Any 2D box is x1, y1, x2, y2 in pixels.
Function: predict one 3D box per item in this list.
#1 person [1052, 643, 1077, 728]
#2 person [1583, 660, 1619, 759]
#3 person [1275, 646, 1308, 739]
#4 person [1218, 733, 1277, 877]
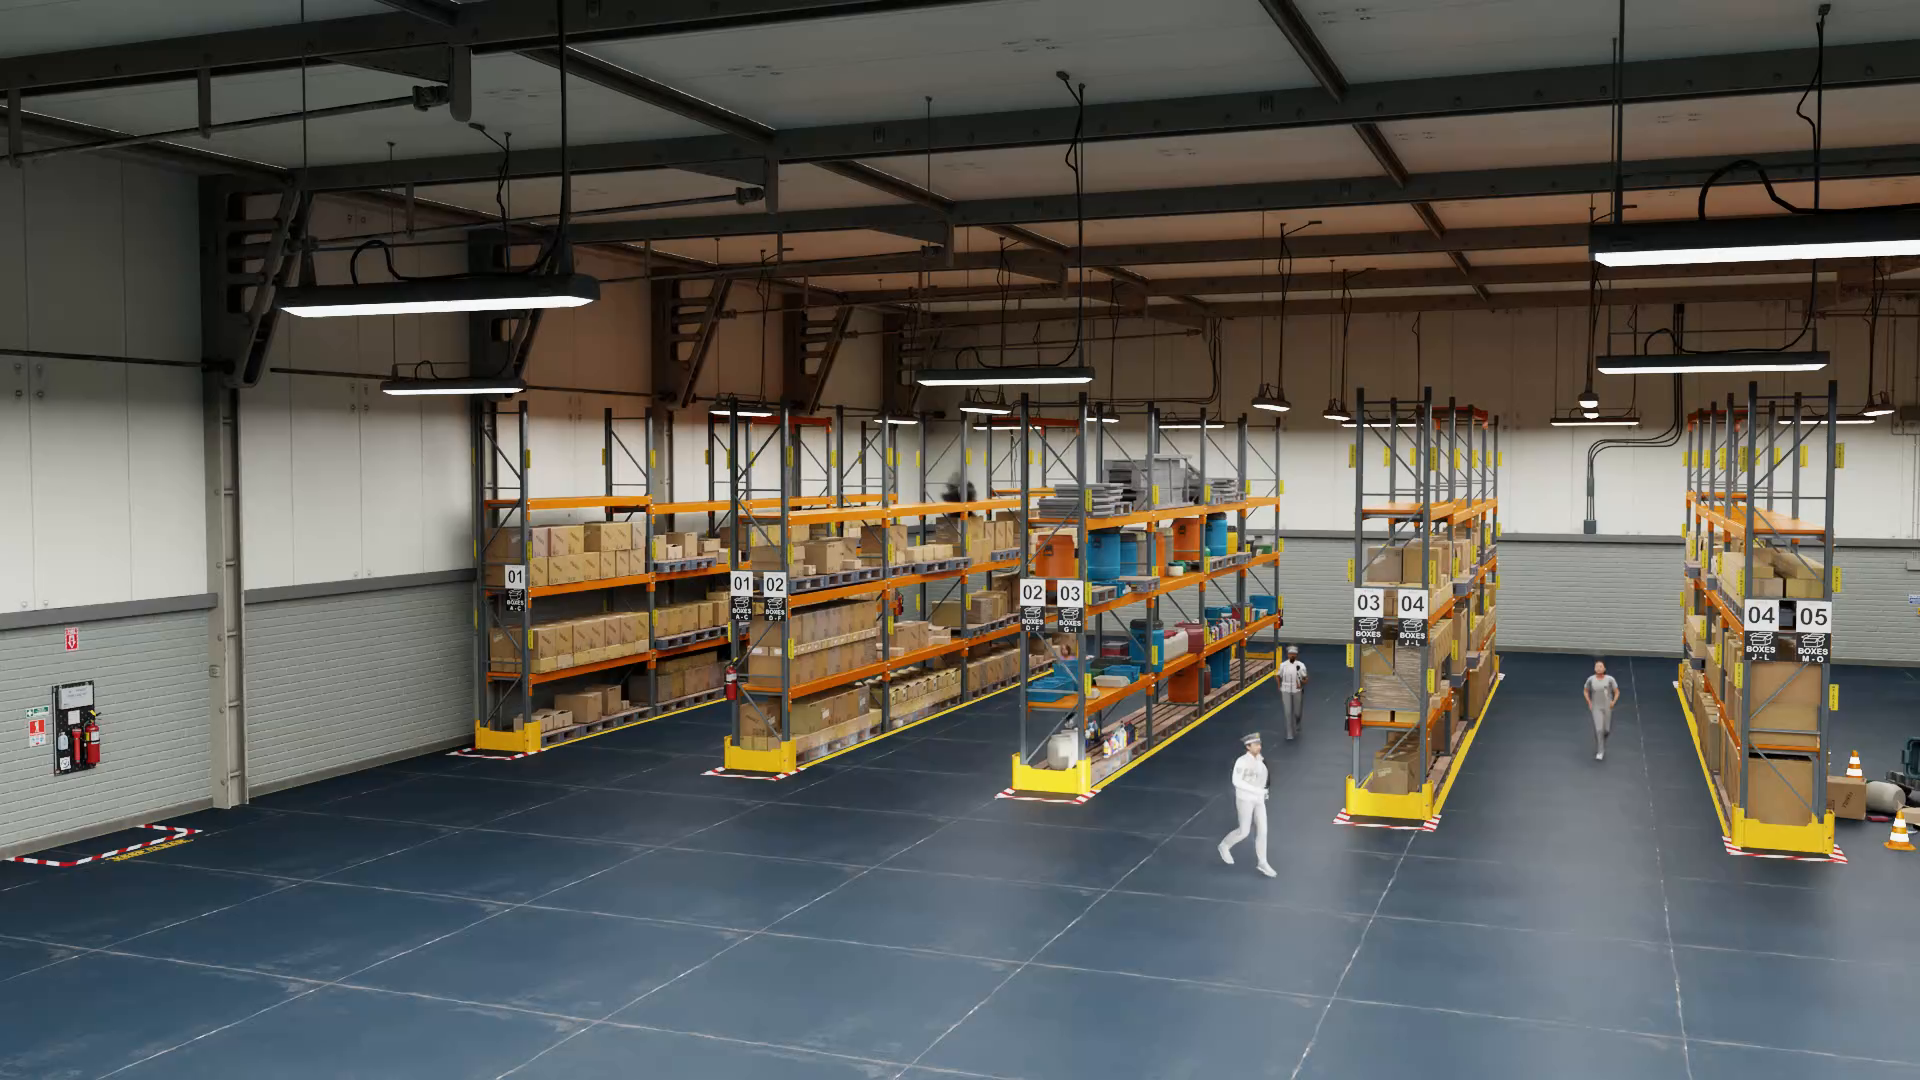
[{"bbox_3d":[1.962,2.706,30.852,0.530,1.575,0.631,1,3,21],"label":"person"},{"bbox_3d":[10.766,2.833,27.940,0.564,1.642,0.580,1,3,21],"label":"person"},{"bbox_3d":[5.951,2.718,29.858,0.581,1.655,0.701,1,3,14],"label":"person"},{"bbox_3d":[3.512,3.174,20.204,0.638,1.715,0.818,-2,4,-40],"label":"person"}]
